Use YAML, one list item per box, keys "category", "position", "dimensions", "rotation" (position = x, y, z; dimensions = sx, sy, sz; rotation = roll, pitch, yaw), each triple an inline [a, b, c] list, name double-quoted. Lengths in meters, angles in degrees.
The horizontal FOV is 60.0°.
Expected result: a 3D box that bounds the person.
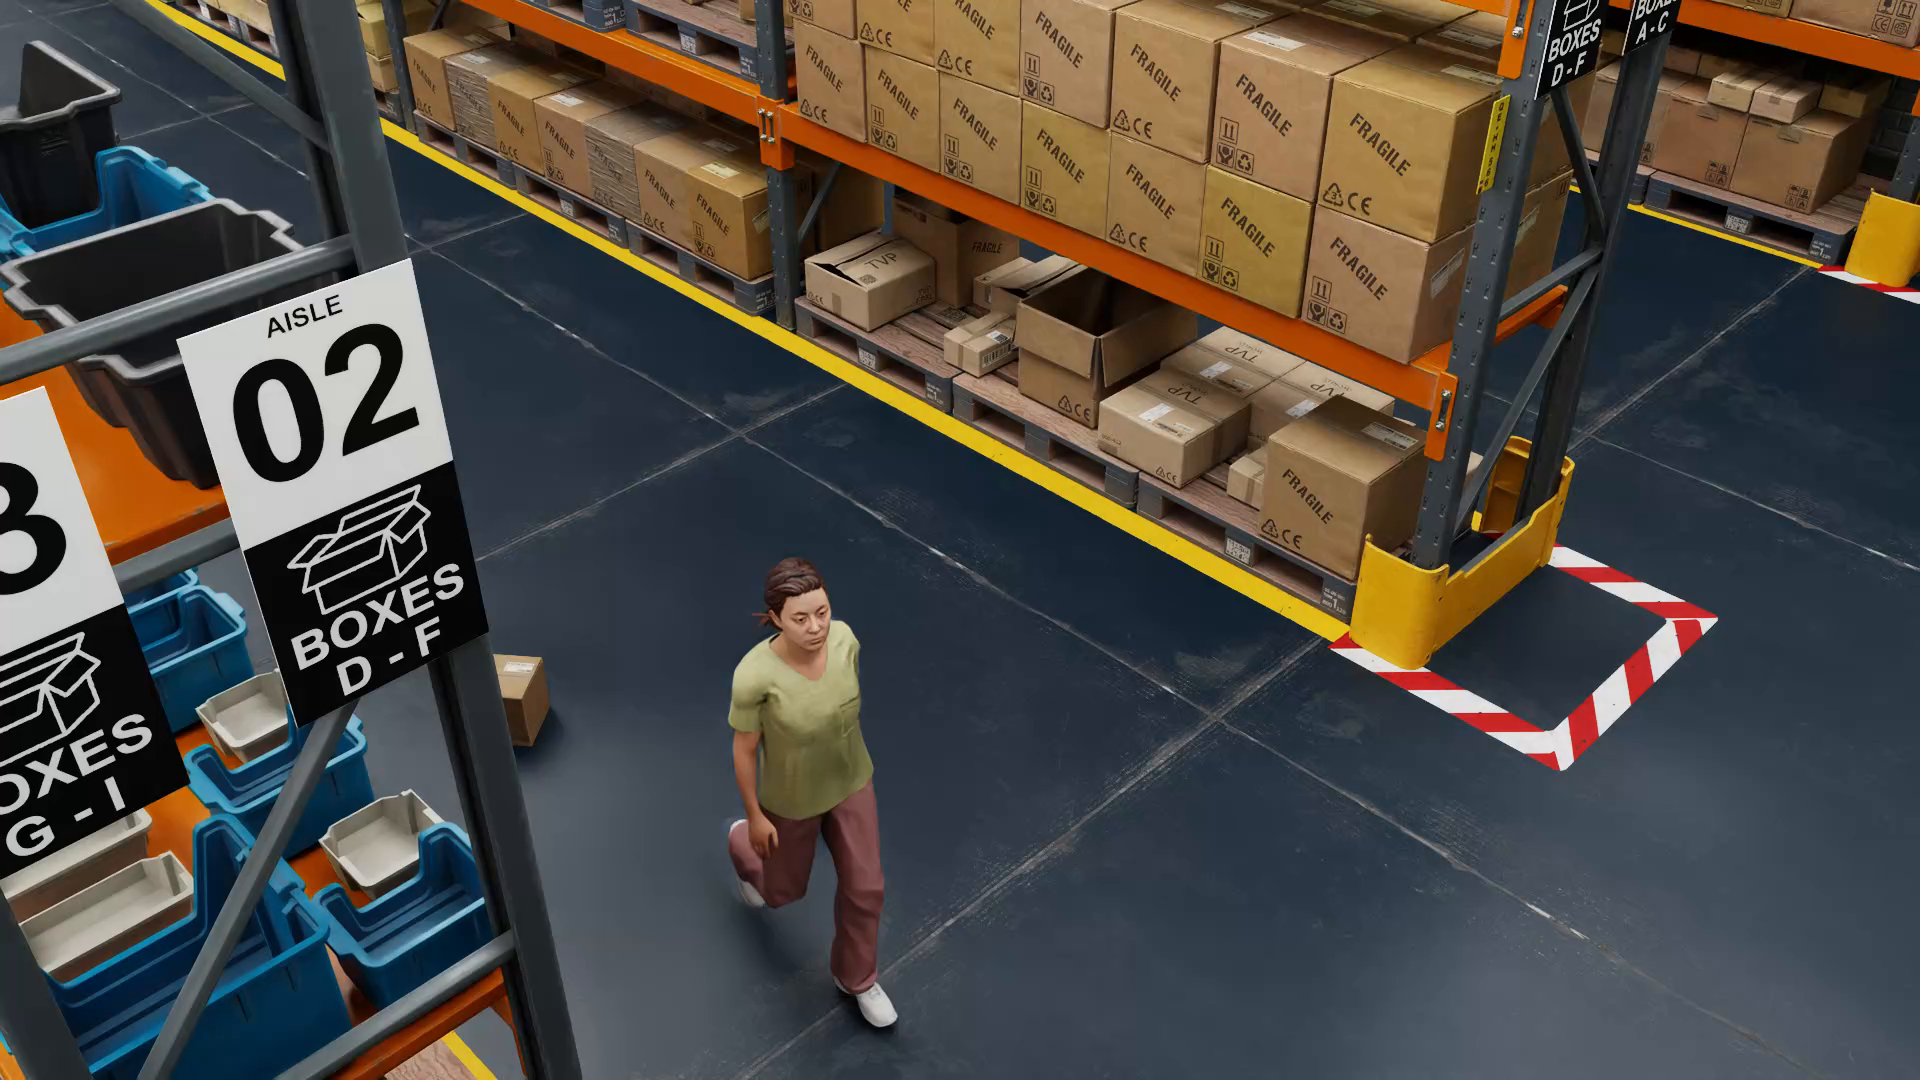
- category: "person"
  position: [-0.491, 0.726, 5.121]
  dimensions: [0.464, 1.640, 0.829]
  rotation: [-19, 40, -25]
